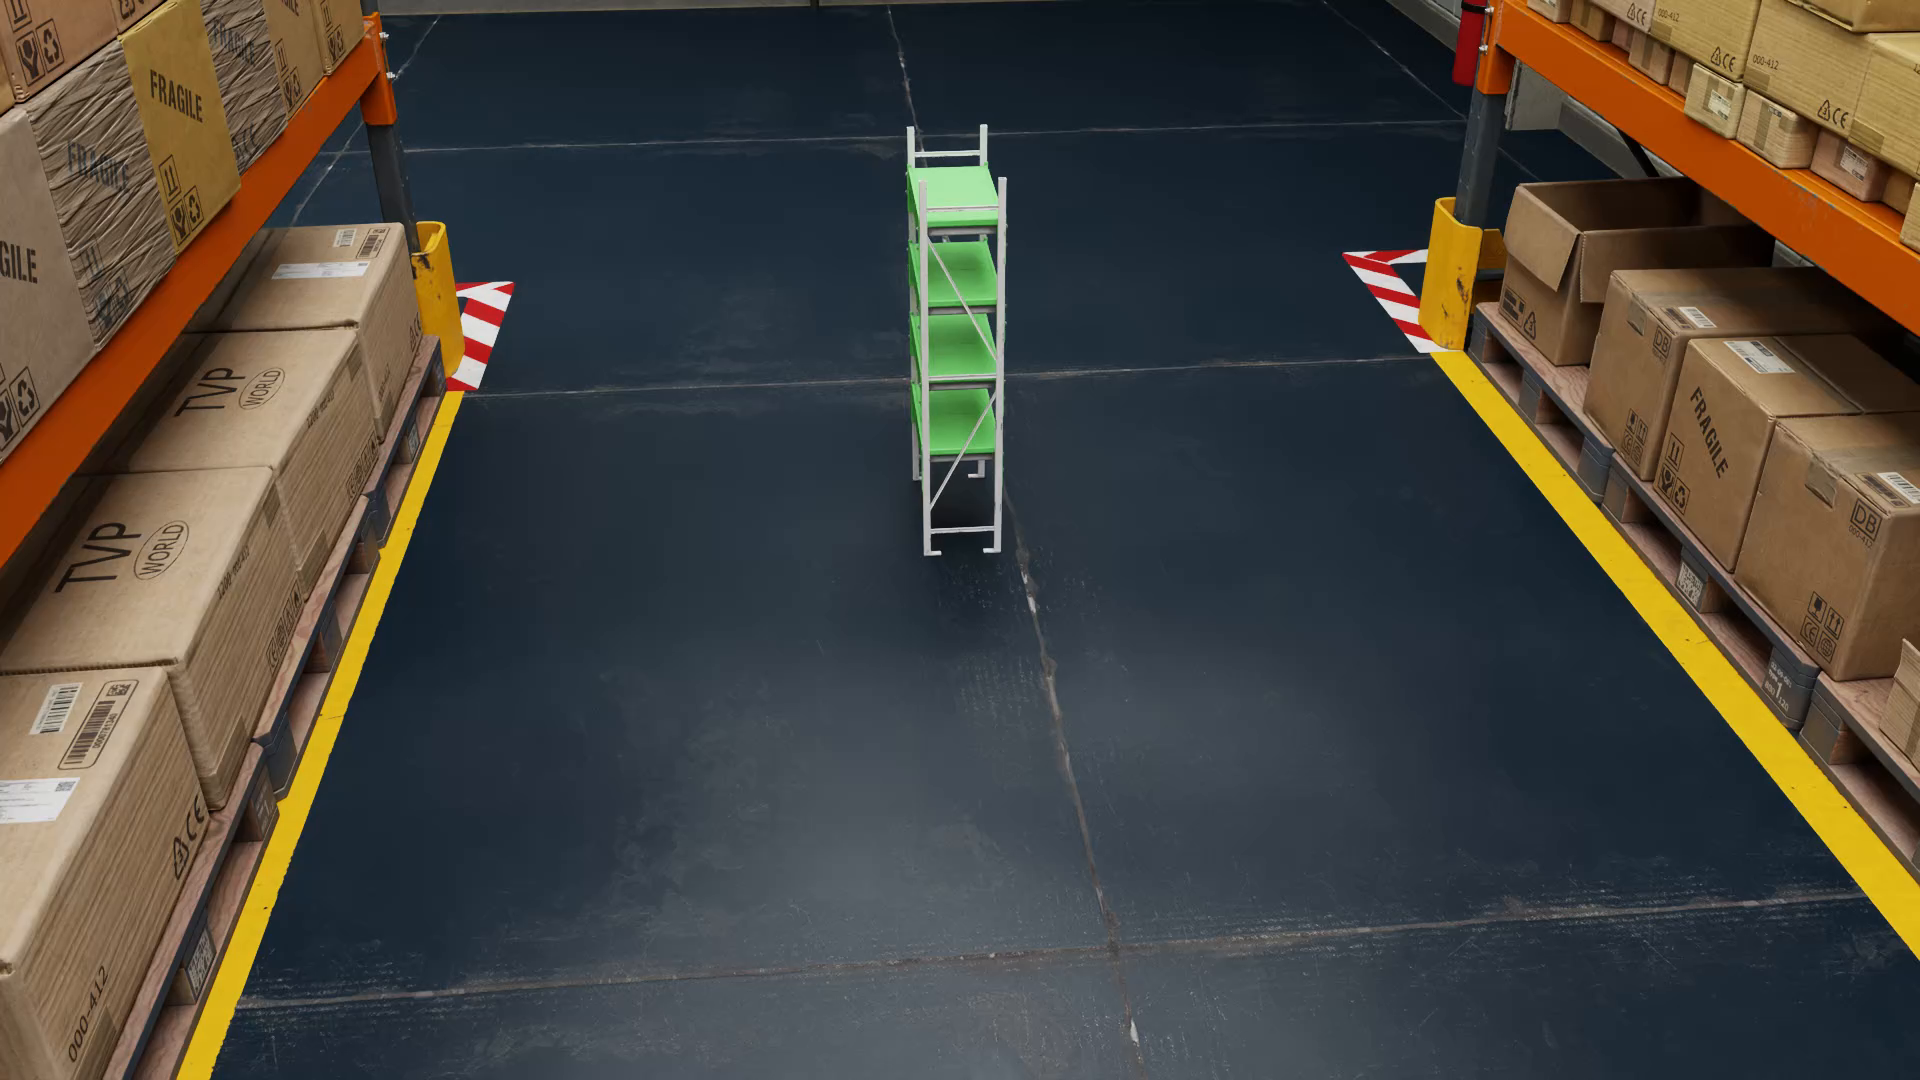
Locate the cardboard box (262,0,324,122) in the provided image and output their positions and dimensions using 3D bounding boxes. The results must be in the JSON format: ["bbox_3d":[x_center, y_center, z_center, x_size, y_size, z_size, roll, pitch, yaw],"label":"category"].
[{"bbox_3d":[-2.163,-1.492,4.724,0.500,0.500,0.500,-3,31,-6],"label":"cardboard box"}]

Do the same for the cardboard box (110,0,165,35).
[{"bbox_3d":[-2.056,-1.402,3.599,0.500,0.500,0.500,-3,31,-5],"label":"cardboard box"}]

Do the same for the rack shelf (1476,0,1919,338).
[{"bbox_3d":[2.625,-0.849,4.448,1.077,0.370,4.000,-3,31,-5],"label":"rack shelf"}]

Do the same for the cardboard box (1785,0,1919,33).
[{"bbox_3d":[2.352,-1.554,4.051,0.500,0.500,0.500,-2,31,-3],"label":"cardboard box"}]

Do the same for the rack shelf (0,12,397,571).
[{"bbox_3d":[-2.317,-0.609,4.046,1.077,0.370,4.000,-3,31,-5],"label":"rack shelf"}]

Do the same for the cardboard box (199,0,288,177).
[{"bbox_3d":[-2.106,-1.229,4.286,0.500,0.500,0.500,-2,31,-3],"label":"cardboard box"}]

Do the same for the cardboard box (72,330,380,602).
[{"bbox_3d":[-2.249,-0.220,4.783,0.875,0.438,0.875,-2,31,-3],"label":"cardboard box"}]

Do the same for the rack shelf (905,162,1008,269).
[{"bbox_3d":[-0.016,-0.957,4.870,0.258,0.148,0.480,-3,31,-5],"label":"rack shelf"}]

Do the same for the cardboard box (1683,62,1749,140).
[{"bbox_3d":[2.266,-1.230,4.629,0.380,0.149,0.250,-4,31,-6],"label":"cardboard box"}]

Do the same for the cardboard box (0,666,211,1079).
[{"bbox_3d":[-2.082,0.697,3.247,0.875,0.438,0.875,-3,31,-5],"label":"cardboard box"}]

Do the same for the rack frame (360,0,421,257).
[{"bbox_3d":[-2.504,-1.939,5.571,1.000,3.000,0.127,-3,31,-5],"label":"rack frame"}]

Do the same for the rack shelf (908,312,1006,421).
[{"bbox_3d":[-0.015,-0.545,5.117,0.258,0.148,0.480,-3,31,-5],"label":"rack shelf"}]

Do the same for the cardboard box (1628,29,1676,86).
[{"bbox_3d":[2.287,-1.498,5.078,0.380,0.149,0.250,-2,31,-3],"label":"cardboard box"}]

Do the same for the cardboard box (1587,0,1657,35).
[{"bbox_3d":[2.259,-1.740,5.095,0.500,0.250,0.500,-2,31,-4],"label":"cardboard box"}]

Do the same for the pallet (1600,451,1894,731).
[{"bbox_3d":[2.631,0.086,4.901,1.003,0.211,1.213,-3,31,-5],"label":"pallet"}]

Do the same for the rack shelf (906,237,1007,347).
[{"bbox_3d":[-0.016,-0.751,4.994,0.258,0.148,0.480,-3,31,-5],"label":"rack shelf"}]

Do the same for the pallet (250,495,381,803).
[{"bbox_3d":[-2.240,0.284,4.569,1.003,0.211,1.213,-3,31,-5],"label":"pallet"}]

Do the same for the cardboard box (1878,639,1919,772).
[{"bbox_3d":[2.434,0.404,3.905,0.396,0.266,0.258,-2,31,-3],"label":"cardboard box"}]

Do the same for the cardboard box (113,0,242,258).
[{"bbox_3d":[-2.044,-0.966,3.845,0.500,0.500,0.500,-2,31,-3],"label":"cardboard box"}]

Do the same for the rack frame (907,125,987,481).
[{"bbox_3d":[-0.038,-0.724,5.292,0.240,1.200,0.015,-3,31,-5],"label":"rack frame"}]

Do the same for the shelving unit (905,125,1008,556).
[{"bbox_3d":[-0.015,-0.600,5.084,0.258,1.200,0.503,-3,31,-5],"label":"shelving unit"}]

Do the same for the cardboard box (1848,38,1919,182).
[{"bbox_3d":[2.426,-0.959,3.786,0.500,0.250,0.500,-3,31,-5],"label":"cardboard box"}]

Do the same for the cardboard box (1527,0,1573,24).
[{"bbox_3d":[2.195,-1.890,5.734,0.380,0.149,0.250,-3,31,-5],"label":"cardboard box"}]

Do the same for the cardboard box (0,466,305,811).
[{"bbox_3d":[-2.166,0.240,4.012,0.875,0.438,0.875,-4,31,-6],"label":"cardboard box"}]

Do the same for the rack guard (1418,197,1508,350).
[{"bbox_3d":[2.445,-1.067,6.549,1.175,0.500,0.348,-3,31,-5],"label":"rack guard"}]

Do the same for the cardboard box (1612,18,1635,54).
[{"bbox_3d":[2.324,-1.630,5.299,0.380,0.149,0.250,-3,31,-5],"label":"cardboard box"}]

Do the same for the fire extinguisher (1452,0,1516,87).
[{"bbox_3d":[1.964,-2.039,6.177,0.296,0.674,0.183,-3,31,-5],"label":"fire extinguisher"}]

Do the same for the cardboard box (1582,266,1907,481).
[{"bbox_3d":[2.442,-0.531,5.242,0.700,0.500,0.500,-2,31,-3],"label":"cardboard box"}]

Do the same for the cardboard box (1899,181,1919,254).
[{"bbox_3d":[2.387,-0.707,3.754,0.380,0.149,0.250,-3,31,-5],"label":"cardboard box"}]

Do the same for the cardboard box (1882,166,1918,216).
[{"bbox_3d":[2.474,-0.844,3.983,0.380,0.149,0.250,-2,31,-4],"label":"cardboard box"}]

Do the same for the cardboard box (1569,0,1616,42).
[{"bbox_3d":[2.265,-1.762,5.520,0.380,0.149,0.250,-2,31,-3],"label":"cardboard box"}]

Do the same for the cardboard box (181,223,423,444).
[{"bbox_3d":[-2.343,-0.687,5.565,0.875,0.438,0.875,-4,31,-6],"label":"cardboard box"}]

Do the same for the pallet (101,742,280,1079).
[{"bbox_3d":[-2.123,0.908,3.524,1.003,0.211,1.213,-3,31,-5],"label":"pallet"}]

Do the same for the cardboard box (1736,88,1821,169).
[{"bbox_3d":[2.311,-1.096,4.406,0.380,0.149,0.250,-2,31,-3],"label":"cardboard box"}]

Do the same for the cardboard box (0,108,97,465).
[{"bbox_3d":[-1.956,-0.449,2.979,0.500,0.500,0.500,-3,31,-4],"label":"cardboard box"}]

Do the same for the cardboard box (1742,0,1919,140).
[{"bbox_3d":[2.379,-1.222,4.226,0.500,0.250,0.500,-4,31,-6],"label":"cardboard box"}]

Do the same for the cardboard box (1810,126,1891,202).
[{"bbox_3d":[2.404,-0.968,4.191,0.380,0.149,0.250,-3,31,-5],"label":"cardboard box"}]

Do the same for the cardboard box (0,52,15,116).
[{"bbox_3d":[-1.974,-0.882,2.729,0.500,0.500,0.500,-3,31,-5],"label":"cardboard box"}]

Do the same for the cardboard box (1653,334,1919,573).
[{"bbox_3d":[2.392,-0.256,4.782,0.500,0.500,0.500,-2,31,-4],"label":"cardboard box"}]

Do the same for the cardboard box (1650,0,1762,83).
[{"bbox_3d":[2.310,-1.482,4.662,0.500,0.250,0.500,-3,31,-6],"label":"cardboard box"}]

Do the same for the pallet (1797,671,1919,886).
[{"bbox_3d":[2.748,0.710,3.856,1.003,0.211,1.213,-3,31,-5],"label":"pallet"}]

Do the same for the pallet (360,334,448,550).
[{"bbox_3d":[-2.351,-0.337,5.609,1.003,0.211,1.213,-3,31,-5],"label":"pallet"}]

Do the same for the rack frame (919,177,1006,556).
[{"bbox_3d":[0.007,-0.475,4.875,0.240,1.200,0.015,-3,31,-5],"label":"rack frame"}]

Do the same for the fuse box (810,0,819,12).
[{"bbox_3d":[-0.949,-4.290,10.763,0.539,1.711,0.414,-3,31,-5],"label":"fuse box"}]

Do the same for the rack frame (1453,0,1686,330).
[{"bbox_3d":[2.438,-2.179,5.973,1.000,3.000,0.127,-3,31,-5],"label":"rack frame"}]

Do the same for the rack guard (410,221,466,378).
[{"bbox_3d":[-2.506,-0.878,6.233,1.175,0.500,0.348,-3,31,-5],"label":"rack guard"}]

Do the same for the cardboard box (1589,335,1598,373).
[{"bbox_3d":[2.402,-0.600,5.699,0.380,0.149,0.250,-4,31,-7],"label":"cardboard box"}]

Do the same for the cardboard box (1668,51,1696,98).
[{"bbox_3d":[2.317,-1.363,4.851,0.380,0.149,0.250,-2,31,-4],"label":"cardboard box"}]

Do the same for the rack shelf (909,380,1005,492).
[{"bbox_3d":[-0.015,-0.339,5.240,0.258,0.148,0.480,-3,31,-5],"label":"rack shelf"}]

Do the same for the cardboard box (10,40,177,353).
[{"bbox_3d":[-1.996,-0.703,3.405,0.500,0.500,0.500,-3,31,-4],"label":"cardboard box"}]

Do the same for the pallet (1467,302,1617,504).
[{"bbox_3d":[2.520,-0.536,5.941,1.003,0.211,1.213,-3,31,-5],"label":"pallet"}]

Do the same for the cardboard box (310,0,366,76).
[{"bbox_3d":[-2.195,-1.748,5.155,0.500,0.500,0.500,-3,31,-4],"label":"cardboard box"}]

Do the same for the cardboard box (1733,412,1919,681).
[{"bbox_3d":[2.539,-0.001,4.354,0.700,0.500,0.500,-4,31,-6],"label":"cardboard box"}]

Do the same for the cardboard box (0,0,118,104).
[{"bbox_3d":[-2.011,-1.144,3.168,0.500,0.500,0.500,-2,31,-4],"label":"cardboard box"}]

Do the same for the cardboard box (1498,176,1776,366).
[{"bbox_3d":[2.401,-0.971,5.975,0.797,0.503,0.637,-4,31,-7],"label":"cardboard box"}]

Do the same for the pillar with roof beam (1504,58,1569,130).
[{"bbox_3d":[-1.203,-5.968,6.466,9.100,9.000,0.400,-3,31,-5],"label":"pillar with roof beam"}]
